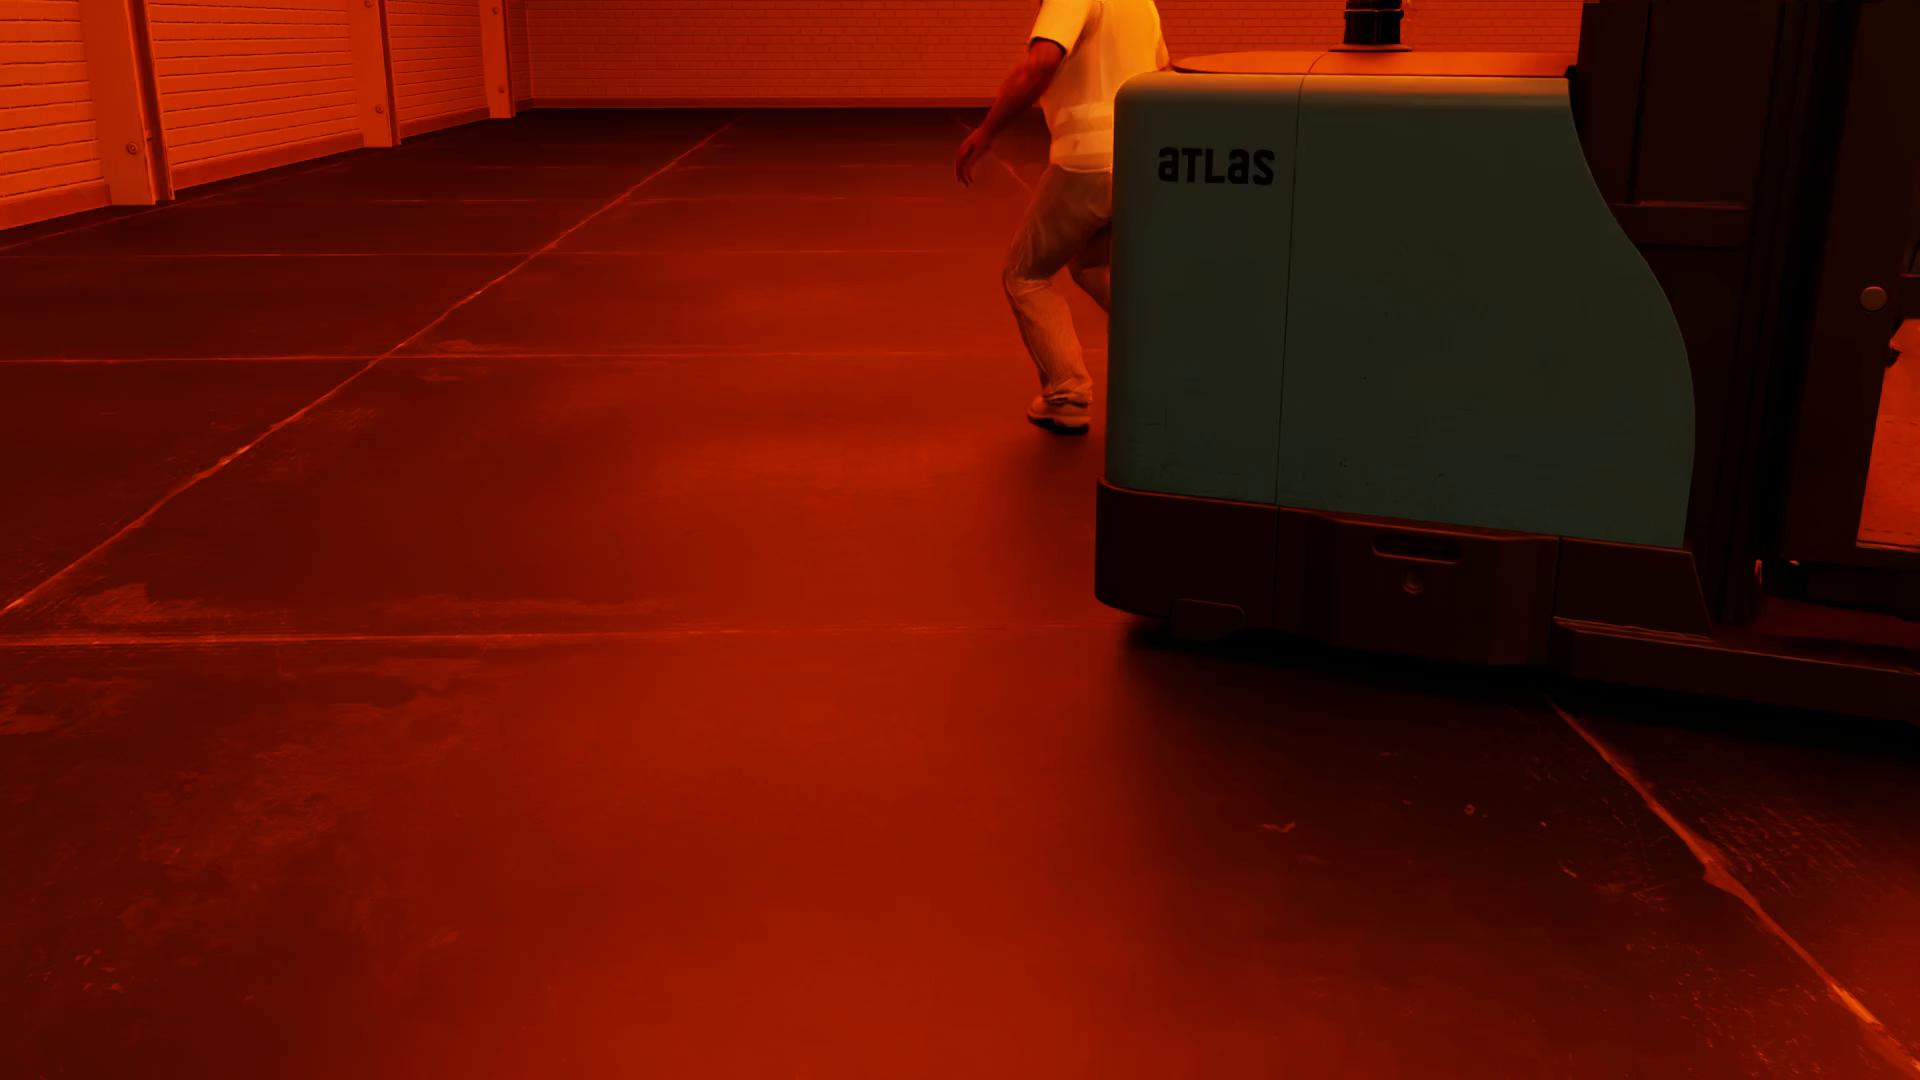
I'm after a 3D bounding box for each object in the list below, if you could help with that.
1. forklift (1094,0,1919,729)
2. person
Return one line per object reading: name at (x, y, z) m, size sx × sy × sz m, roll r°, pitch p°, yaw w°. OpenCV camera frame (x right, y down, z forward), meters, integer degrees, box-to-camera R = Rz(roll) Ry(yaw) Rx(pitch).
forklift at (1.834, -1.174, 2.745) m, size 3.031 × 2.935 × 1.130 m, roll 7°, pitch 18°, yaw 22°
person at (0.444, -1.133, 5.015) m, size 0.535 × 1.617 × 1.018 m, roll 15°, pitch 22°, yaw 40°
